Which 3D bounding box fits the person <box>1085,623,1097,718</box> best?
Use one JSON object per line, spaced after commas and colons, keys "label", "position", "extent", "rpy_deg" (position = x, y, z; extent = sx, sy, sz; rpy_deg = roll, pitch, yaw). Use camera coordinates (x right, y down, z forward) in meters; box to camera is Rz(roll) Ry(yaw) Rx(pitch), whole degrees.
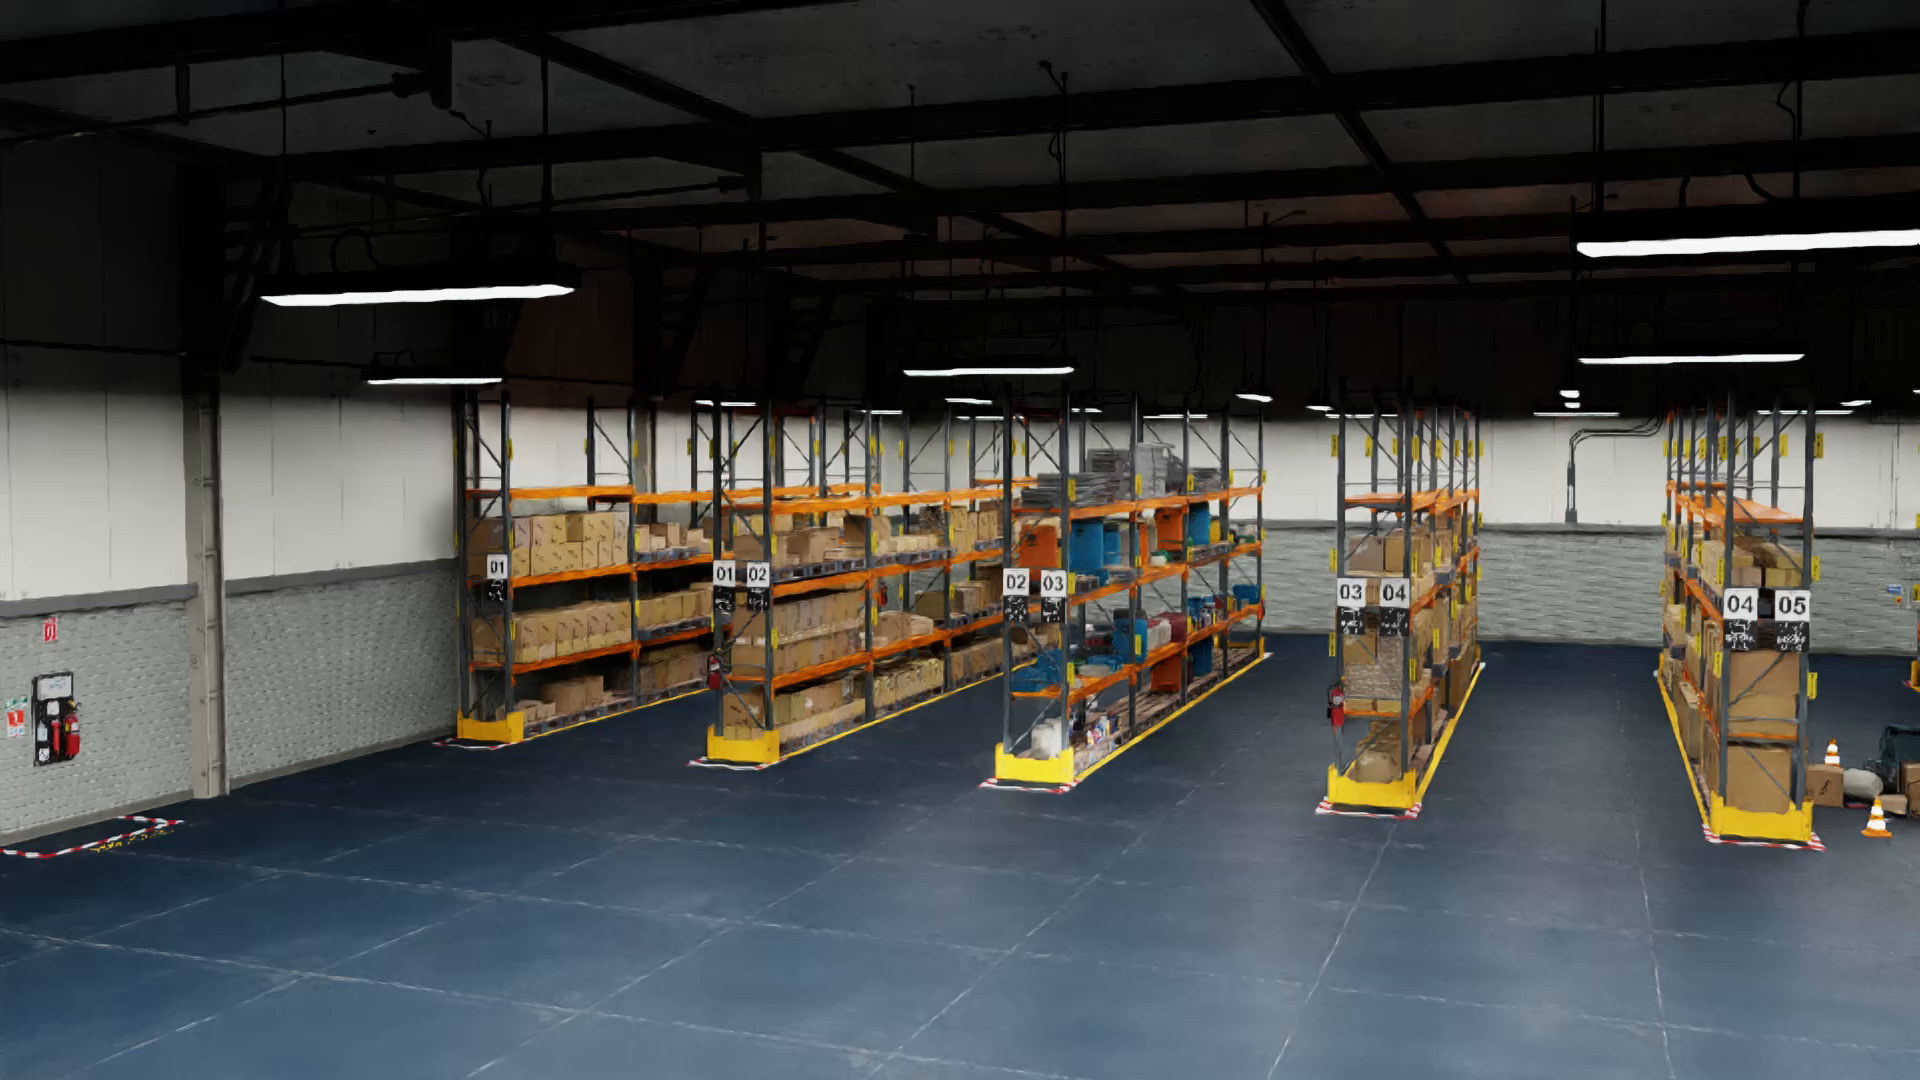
{"label": "person", "position": [2.350, 2.414, 30.543], "extent": [0.589, 1.786, 0.661], "rpy_deg": [2, 4, 38]}
